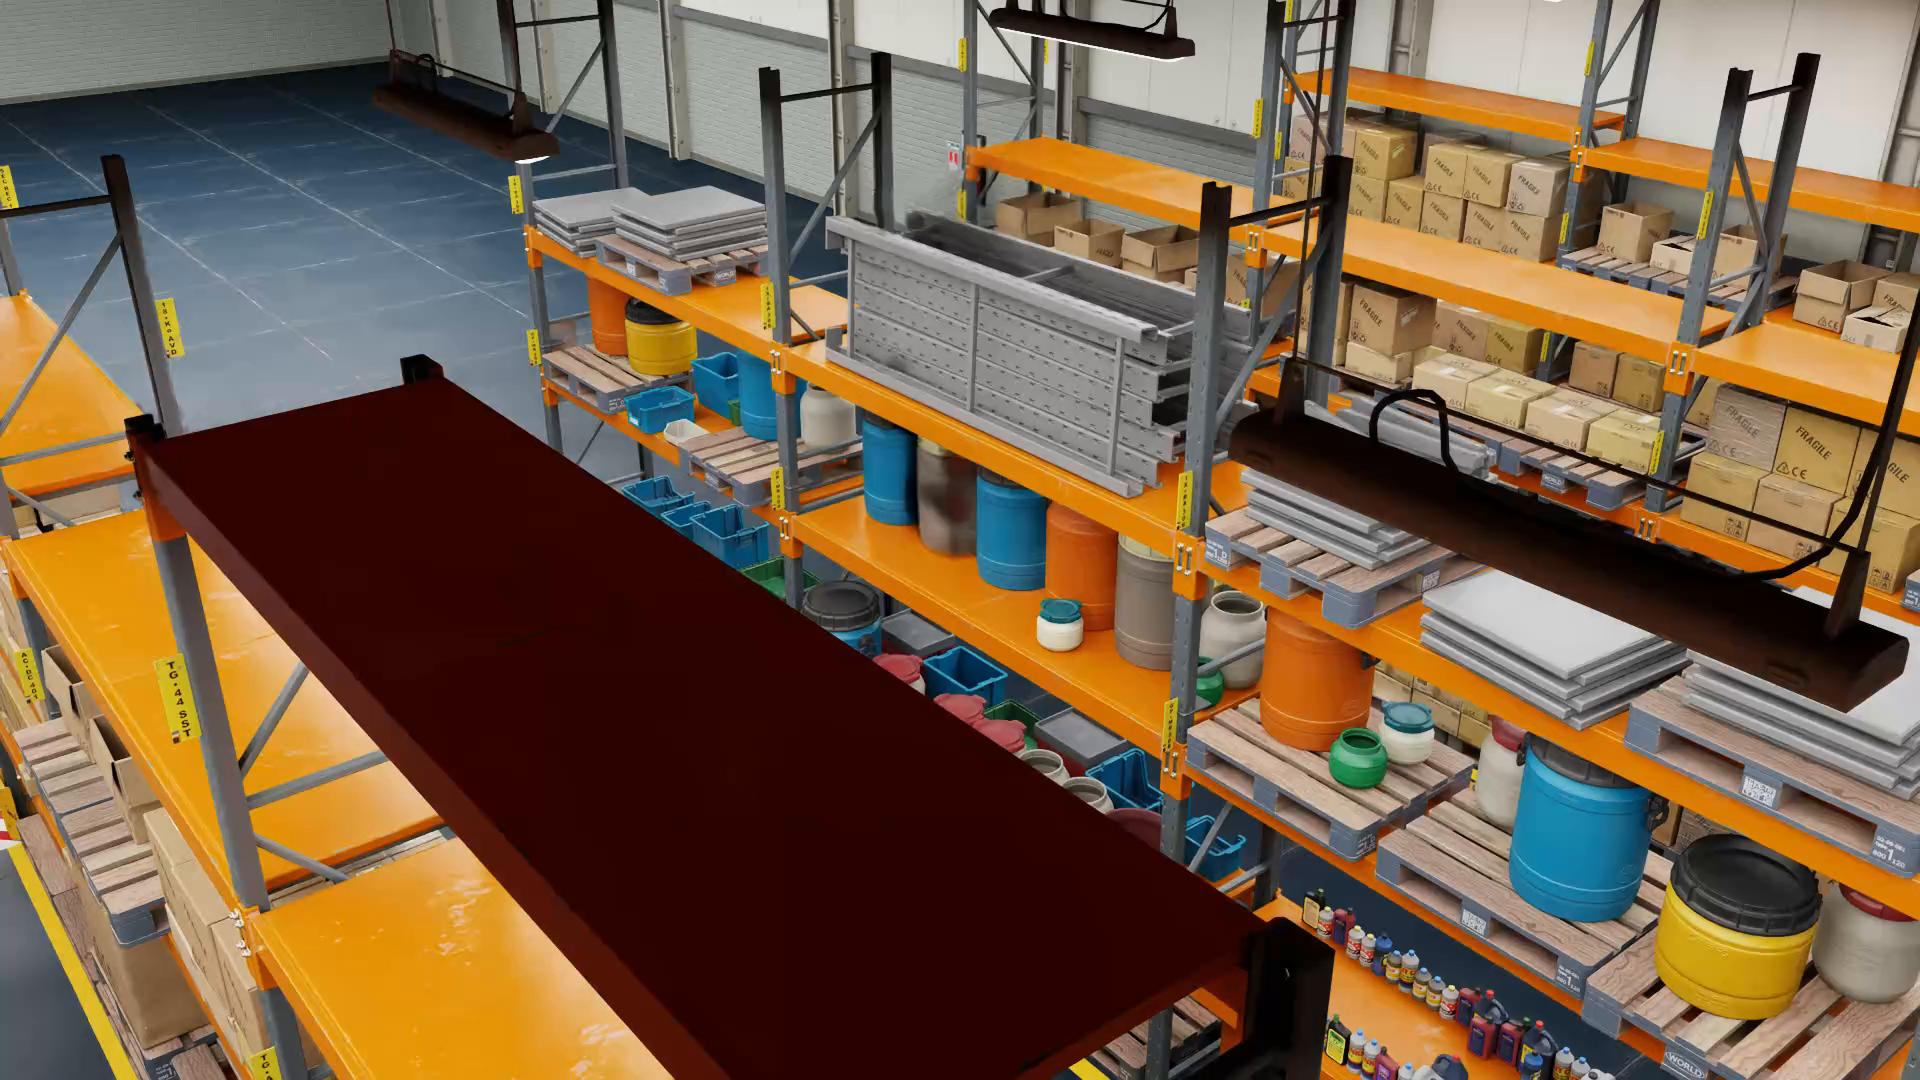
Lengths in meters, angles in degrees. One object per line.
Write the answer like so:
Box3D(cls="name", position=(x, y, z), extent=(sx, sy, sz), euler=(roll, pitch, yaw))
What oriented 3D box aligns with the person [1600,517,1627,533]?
Box3D(cls="person", position=(5.996, 0.437, 15.500), extent=(0.727, 1.618, 0.593), euler=(21, 33, 36))
